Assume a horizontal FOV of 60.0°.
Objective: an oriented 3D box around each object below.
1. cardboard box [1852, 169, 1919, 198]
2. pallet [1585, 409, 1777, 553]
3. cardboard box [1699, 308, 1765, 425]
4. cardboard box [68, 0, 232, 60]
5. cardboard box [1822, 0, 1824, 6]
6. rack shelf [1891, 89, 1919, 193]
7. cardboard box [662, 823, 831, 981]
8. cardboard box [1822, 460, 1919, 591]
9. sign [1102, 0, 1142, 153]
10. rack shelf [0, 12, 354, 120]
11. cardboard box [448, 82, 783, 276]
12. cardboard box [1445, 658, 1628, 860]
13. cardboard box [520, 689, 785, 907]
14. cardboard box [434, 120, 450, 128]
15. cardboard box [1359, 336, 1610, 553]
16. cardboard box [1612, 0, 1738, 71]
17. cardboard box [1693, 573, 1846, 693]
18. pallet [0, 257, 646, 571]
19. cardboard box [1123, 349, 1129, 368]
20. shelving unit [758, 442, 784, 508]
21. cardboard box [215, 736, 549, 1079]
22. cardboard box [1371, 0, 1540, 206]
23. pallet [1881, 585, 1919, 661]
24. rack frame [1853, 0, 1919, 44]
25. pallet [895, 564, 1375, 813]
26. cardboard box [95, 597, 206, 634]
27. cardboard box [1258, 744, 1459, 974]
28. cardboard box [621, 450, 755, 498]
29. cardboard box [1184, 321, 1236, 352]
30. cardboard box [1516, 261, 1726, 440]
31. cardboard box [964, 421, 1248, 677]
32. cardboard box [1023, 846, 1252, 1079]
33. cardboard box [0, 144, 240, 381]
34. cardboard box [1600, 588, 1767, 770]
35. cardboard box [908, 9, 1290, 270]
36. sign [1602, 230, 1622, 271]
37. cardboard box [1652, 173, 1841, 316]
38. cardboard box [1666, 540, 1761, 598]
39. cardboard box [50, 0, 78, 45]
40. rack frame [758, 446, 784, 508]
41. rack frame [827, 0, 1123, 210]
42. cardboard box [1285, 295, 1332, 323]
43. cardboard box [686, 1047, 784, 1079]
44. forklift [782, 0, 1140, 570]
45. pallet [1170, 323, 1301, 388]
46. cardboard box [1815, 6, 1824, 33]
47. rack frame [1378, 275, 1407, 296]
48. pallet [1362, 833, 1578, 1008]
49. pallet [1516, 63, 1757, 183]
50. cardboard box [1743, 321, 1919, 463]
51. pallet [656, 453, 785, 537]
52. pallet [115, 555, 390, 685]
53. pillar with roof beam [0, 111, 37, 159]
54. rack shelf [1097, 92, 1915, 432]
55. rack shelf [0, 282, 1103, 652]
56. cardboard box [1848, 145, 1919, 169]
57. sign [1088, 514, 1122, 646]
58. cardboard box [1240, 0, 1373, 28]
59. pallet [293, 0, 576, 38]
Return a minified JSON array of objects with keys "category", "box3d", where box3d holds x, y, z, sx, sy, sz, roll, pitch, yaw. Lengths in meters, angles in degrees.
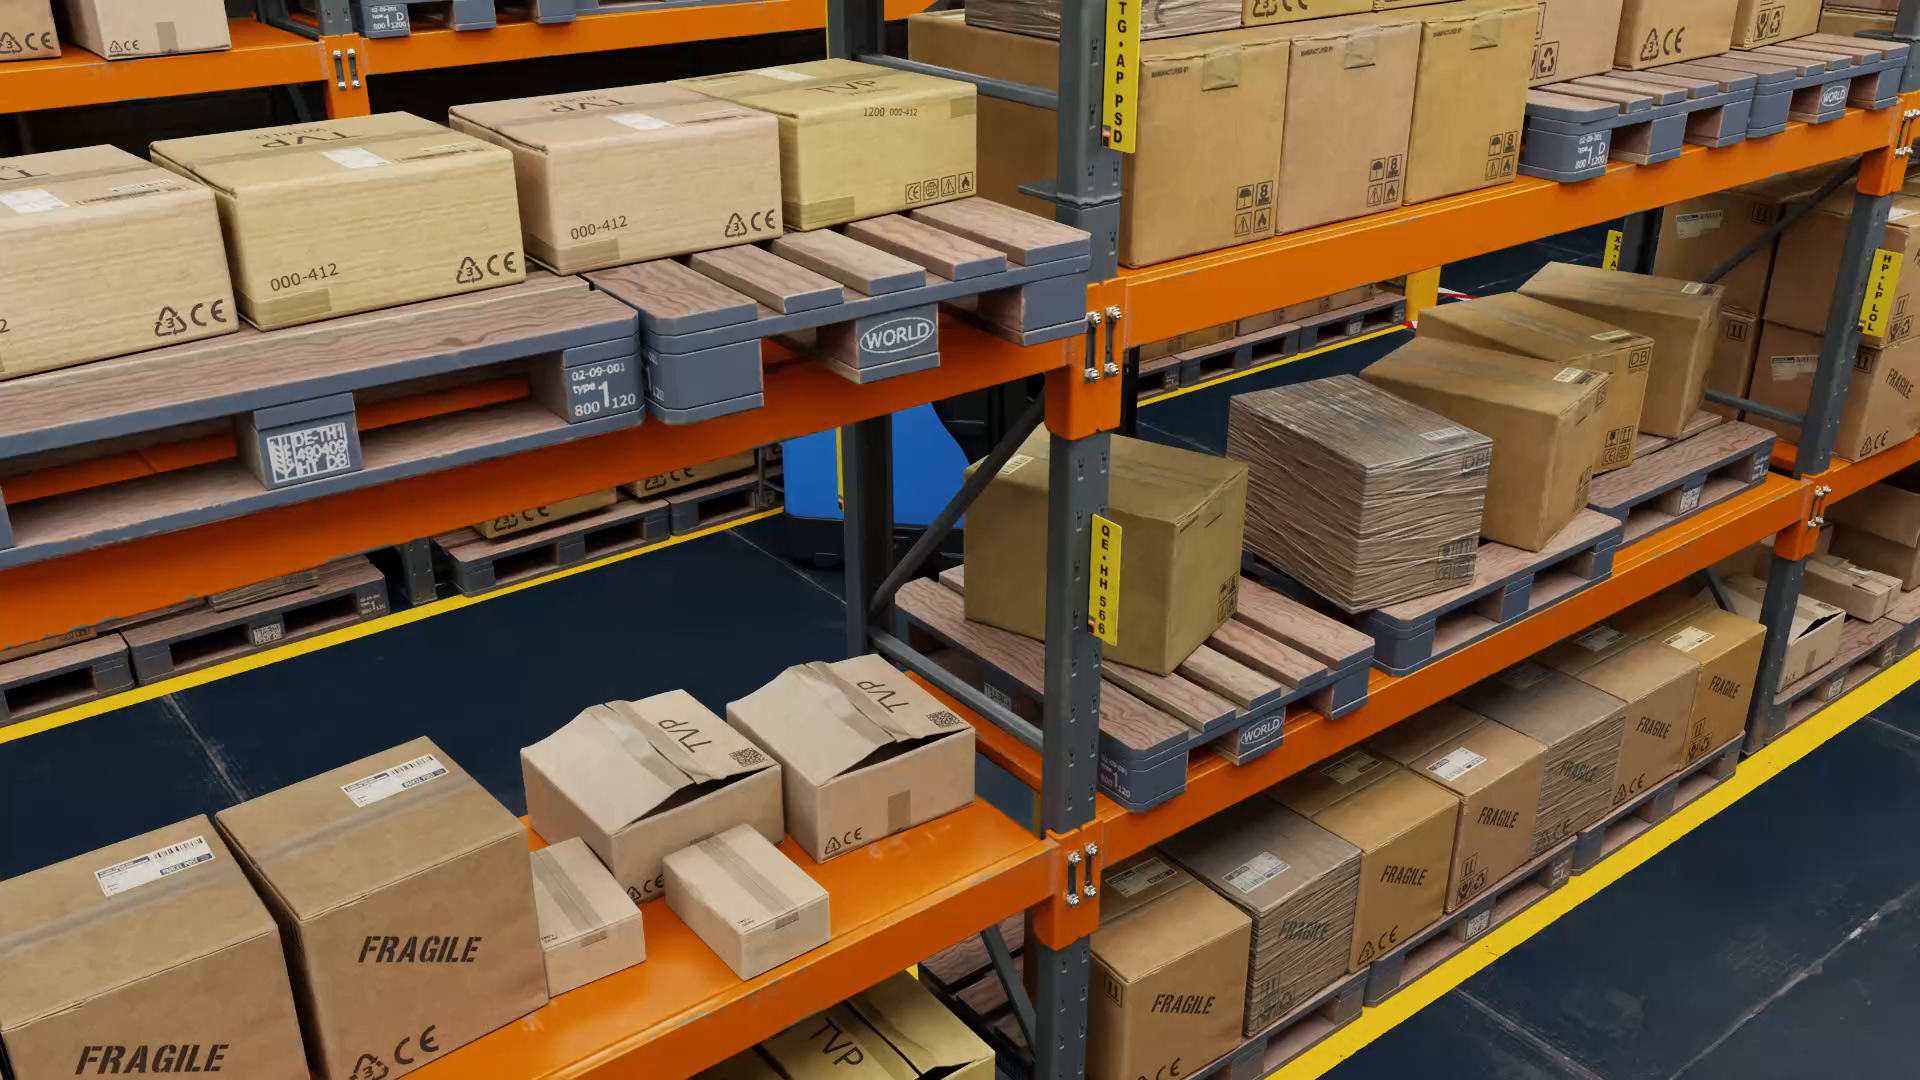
[{"category":"cardboard box","box3d":[4.109,-1.259,7.093,0.500,0.500,0.500,-19,31,-36]},{"category":"pallet","box3d":[2.462,-0.338,6.643,1.213,0.211,1.003,-18,31,-34]},{"category":"cardboard box","box3d":[3.393,-0.857,7.414,0.500,0.500,0.500,-18,30,-33]},{"category":"cardboard box","box3d":[-3.449,-2.250,7.055,0.500,0.311,0.500,-18,31,-34]},{"category":"cardboard box","box3d":[3.374,-2.332,6.733,0.500,0.250,0.500,-18,31,-34]},{"category":"rack shelf","box3d":[4.732,-2.150,7.612,4.000,0.370,1.077,-18,31,-34]},{"category":"cardboard box","box3d":[-0.526,0.882,4.086,0.250,0.149,0.380,-18,31,-34]},{"category":"cardboard box","box3d":[4.634,-0.154,8.461,0.637,0.503,0.797,-18,31,-34]},{"category":"sign","box3d":[0.347,-1.003,3.576,0.005,0.325,0.100,-18,31,-34]},{"category":"rack shelf","box3d":[-4.623,-1.712,6.668,4.000,0.370,1.077,-18,31,-34]},{"category":"cardboard box","box3d":[-0.713,-0.762,3.445,0.500,0.250,0.500,-17,30,-33]},{"category":"cardboard box","box3d":[2.158,0.817,6.374,0.500,0.500,0.500,-18,30,-33]},{"category":"cardboard box","box3d":[-0.813,0.651,4.390,0.500,0.311,0.500,-19,31,-35]},{"category":"cardboard box","box3d":[-2.442,-2.064,8.748,0.500,0.250,0.500,-19,31,-36]},{"category":"cardboard box","box3d":[1.806,-0.353,5.830,0.700,0.500,0.500,18,30,33]},{"category":"cardboard box","box3d":[2.205,-1.951,5.591,0.600,0.600,0.600,-19,31,-35]},{"category":"cardboard box","box3d":[3.622,0.386,7.526,0.500,0.311,0.500,-18,31,-34]},{"category":"pallet","box3d":[-1.346,-0.335,3.070,1.213,0.211,1.003,-17,30,-32]},{"category":"cardboard box","box3d":[0.751,-1.454,11.289,0.500,0.500,0.700,-18,30,-33]},{"category":"shelving unit","box3d":[-0.790,-1.182,9.172,0.503,2.100,0.431,-14,26,-39]},{"category":"cardboard box","box3d":[-1.300,0.838,3.762,0.500,0.500,0.500,-20,32,-37]},{"category":"cardboard box","box3d":[1.144,-1.356,4.926,0.500,0.500,0.910,-18,31,-34]},{"category":"pallet","box3d":[4.660,0.172,8.630,1.213,0.211,1.003,-18,31,-34]},{"category":"rack frame","box3d":[3.158,-3.318,5.710,0.127,3.000,1.000,-18,31,-34]},{"category":"pallet","box3d":[0.501,0.330,5.203,1.003,0.211,1.213,-18,31,-34]},{"category":"cardboard box","box3d":[-4.060,0.036,8.055,0.500,0.500,0.700,-18,31,-34]},{"category":"cardboard box","box3d":[1.352,1.087,5.792,0.500,0.500,0.500,-19,31,-35]},{"category":"cardboard box","box3d":[-1.696,-0.786,9.435,0.750,0.750,0.750,-18,31,-34]},{"category":"cardboard box","box3d":[1.553,-1.716,11.854,0.500,0.500,0.700,-17,30,-33]},{"category":"cardboard box","box3d":[2.648,-0.784,6.757,0.700,0.500,0.500,15,29,29]},{"category":"cardboard box","box3d":[0.437,0.006,5.057,0.700,0.500,0.500,15,29,29]},{"category":"cardboard box","box3d":[0.545,1.353,5.218,0.500,0.500,0.500,-17,30,-32]},{"category":"cardboard box","box3d":[-1.595,-0.478,2.833,0.500,0.250,0.500,-21,32,-38]},{"category":"cardboard box","box3d":[2.947,0.561,6.925,0.500,0.500,0.500,-18,31,-34]},{"category":"cardboard box","box3d":[0.333,-1.088,4.349,0.500,0.500,0.910,-18,31,-34]},{"category":"sign","box3d":[2.818,-1.167,7.173,0.005,0.325,0.100,-18,31,-34]},{"category":"cardboard box","box3d":[3.397,-1.313,7.209,0.500,0.500,0.500,-18,30,-34]},{"category":"cardboard box","box3d":[3.432,0.096,7.927,0.500,0.500,0.500,-18,31,-34]},{"category":"cardboard box","box3d":[-3.757,-2.502,7.372,0.500,0.500,0.500,-18,31,-34]},{"category":"rack frame","box3d":[-0.975,-1.135,9.020,0.015,2.100,0.400,-14,26,-39]},{"category":"rack frame","box3d":[0.011,-2.279,3.471,0.127,3.000,1.000,-18,31,-34]},{"category":"cardboard box","box3d":[2.364,-1.987,12.440,0.500,0.500,0.700,-18,31,-34]},{"category":"cardboard box","box3d":[-0.654,1.600,4.341,0.500,0.311,0.500,-19,31,-35]},{"category":"forklift","box3d":[0.618,-1.287,8.540,3.031,2.935,1.130,4,25,8]},{"category":"pallet","box3d":[1.706,-1.462,12.150,1.213,0.211,1.003,-18,31,-34]},{"category":"cardboard box","box3d":[3.377,-2.104,6.835,0.500,0.250,0.500,-18,31,-34]},{"category":"rack frame","box3d":[3.246,-3.276,12.745,0.127,3.000,1.000,-18,31,-34]},{"category":"pallet","box3d":[1.581,1.211,6.391,1.213,0.211,1.003,-18,31,-34]},{"category":"pallet","box3d":[1.788,-1.455,5.483,1.003,0.211,1.213,-18,31,-34]},{"category":"cardboard box","box3d":[3.728,-0.684,7.042,0.500,0.500,0.500,-17,30,-33]},{"category":"pallet","box3d":[-1.423,-0.428,9.921,1.213,0.211,1.003,-18,31,-34]},{"category":"pallet","box3d":[-3.665,0.270,8.418,1.213,0.211,1.003,-18,31,-34]},{"category":"pillar with roof beam","box3d":[-1.949,-2.442,3.821,0.400,9.000,9.100,-18,31,-34]},{"category":"rack shelf","box3d":[1.585,-1.111,5.373,4.000,0.370,1.077,-18,31,-34]},{"category":"rack shelf","box3d":[-1.563,-0.072,3.134,4.000,0.370,1.077,-18,31,-34]},{"category":"cardboard box","box3d":[4.195,-1.577,7.779,0.500,0.500,0.500,-18,30,-34]},{"category":"sign","box3d":[0.356,0.100,4.095,0.005,0.325,0.100,-18,31,-34]},{"category":"cardboard box","box3d":[0.759,-1.661,4.396,0.500,0.500,0.500,-18,31,-34]},{"category":"pallet","box3d":[-2.575,-2.657,8.074,1.003,0.211,1.213,-17,30,-32]}]
